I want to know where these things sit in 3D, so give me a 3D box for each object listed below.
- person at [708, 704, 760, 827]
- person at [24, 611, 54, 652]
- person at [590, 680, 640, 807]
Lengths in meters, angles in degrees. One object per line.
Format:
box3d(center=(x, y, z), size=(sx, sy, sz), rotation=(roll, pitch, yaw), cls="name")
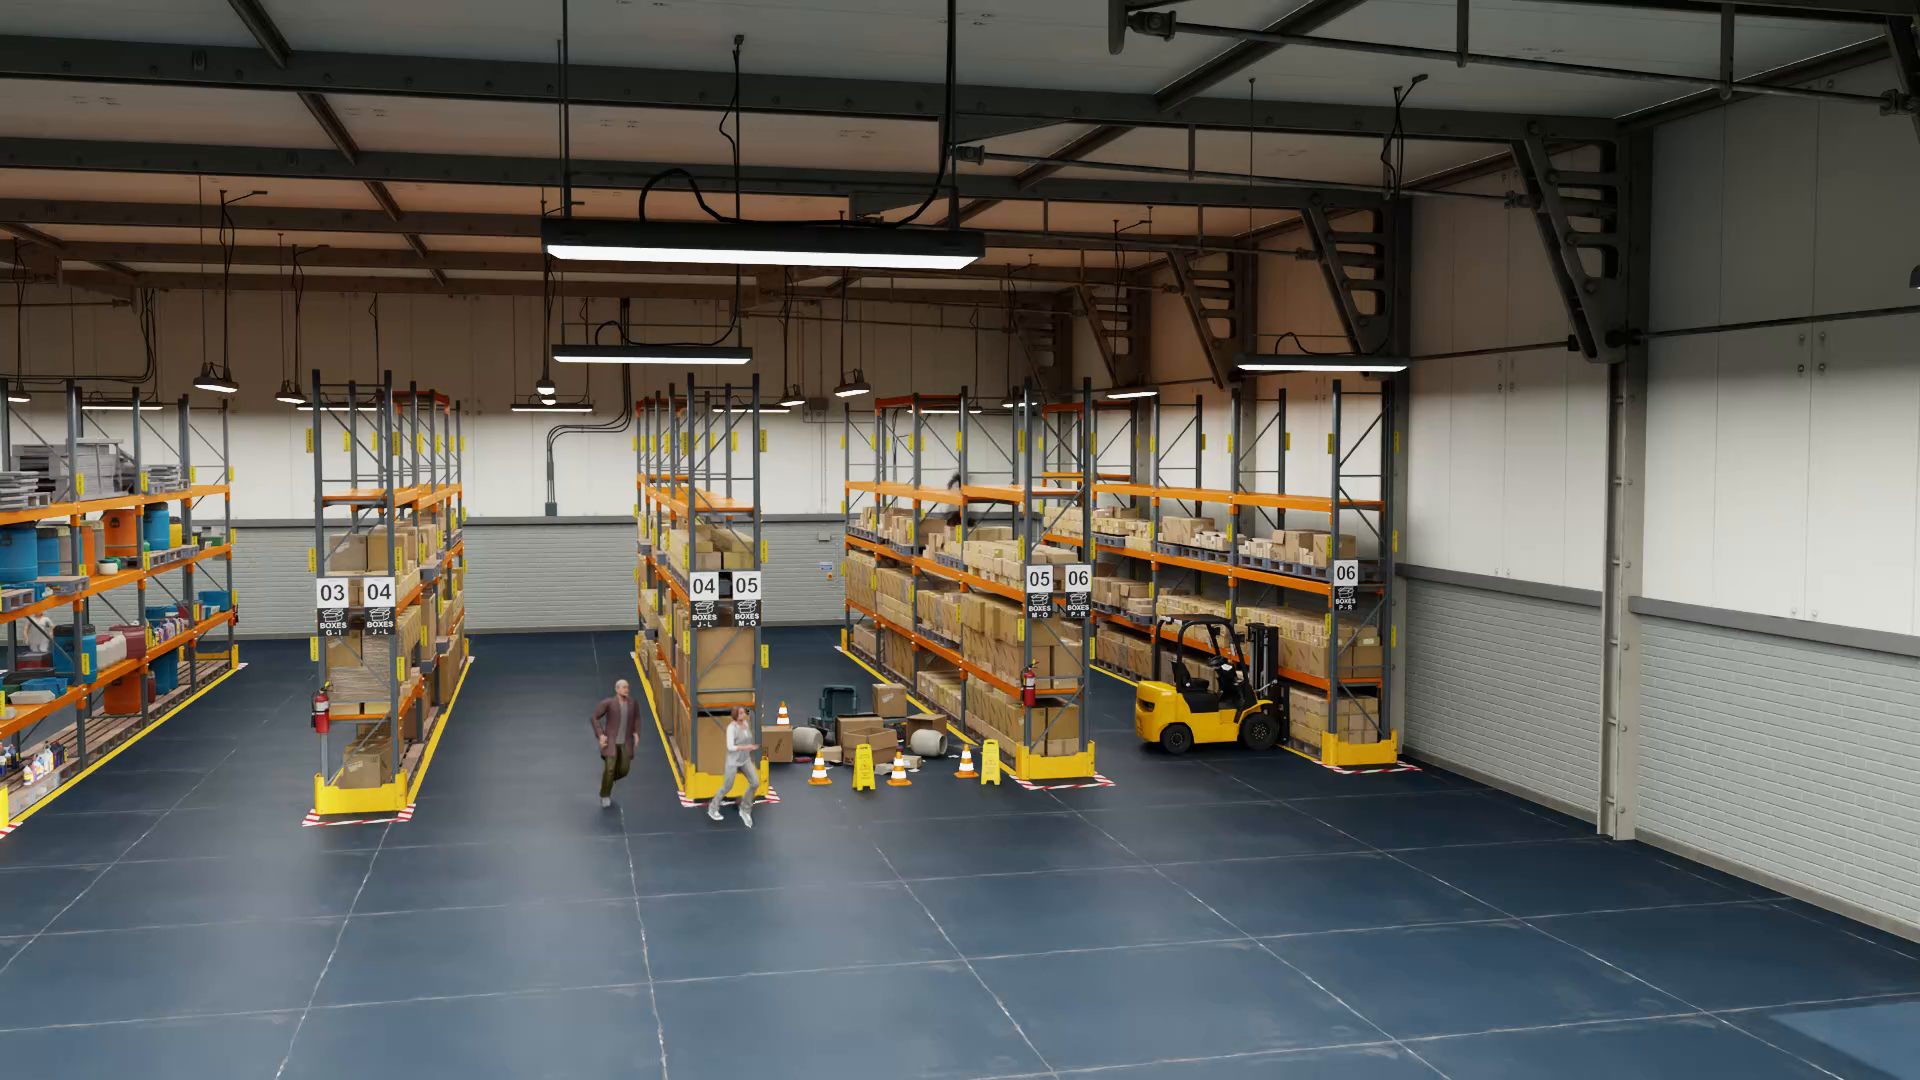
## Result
box3d(center=(-2.918, 2.944, 21.806), size=(0.825, 1.613, 0.550), rotation=(2, 4, 36), cls="person")
box3d(center=(-19.421, 2.177, 35.084), size=(0.582, 1.634, 0.583), rotation=(-1, 4, -24), cls="person")
box3d(center=(-4.798, 2.814, 23.269), size=(0.759, 1.719, 0.609), rotation=(-2, 4, -33), cls="person")
